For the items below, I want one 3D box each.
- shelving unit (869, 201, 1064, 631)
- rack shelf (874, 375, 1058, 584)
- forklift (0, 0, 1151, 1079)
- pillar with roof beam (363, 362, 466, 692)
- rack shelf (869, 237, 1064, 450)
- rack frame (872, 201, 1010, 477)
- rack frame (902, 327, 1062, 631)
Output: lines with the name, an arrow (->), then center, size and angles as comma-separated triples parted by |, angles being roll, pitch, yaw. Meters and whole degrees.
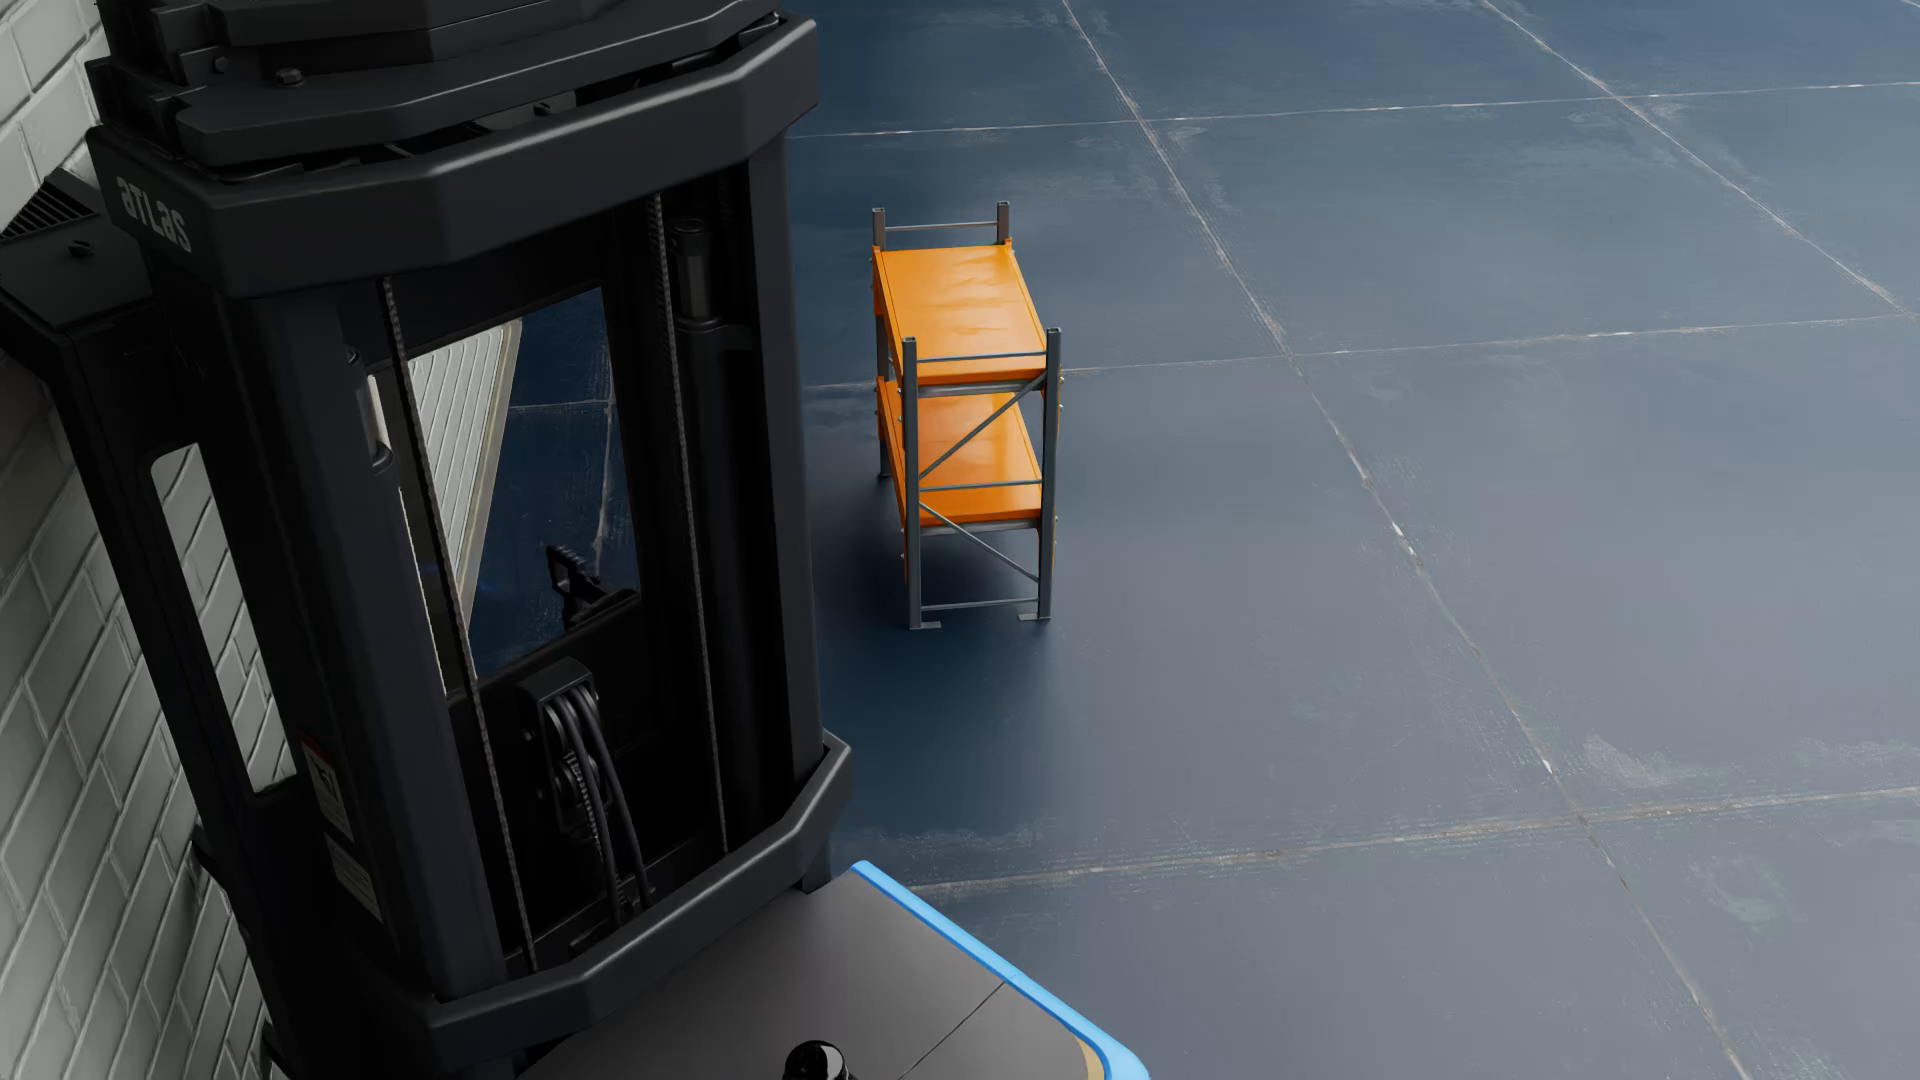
shelving unit -> 0.001, -0.461, 5.928 | 0.538, 1.125, 1.048 | -4, 35, -6
rack shelf -> 0.001, -0.259, 6.065 | 0.538, 0.278, 1.000 | -4, 35, -6
forklift -> -1.052, 0.245, 3.288 | 3.031, 2.935, 1.130 | 28, 43, 35
pillar with roof beam -> 2.857, -2.946, 2.583 | 9.100, 9.000, 0.400 | -4, 35, -6
rack shelf -> 0.001, -0.703, 5.763 | 0.538, 0.278, 1.000 | -4, 35, -6
rack frame -> -0.067, -0.745, 6.344 | 0.500, 1.125, 0.032 | -4, 35, -6
rack frame -> 0.069, -0.177, 5.511 | 0.500, 1.125, 0.032 | -4, 35, -6
